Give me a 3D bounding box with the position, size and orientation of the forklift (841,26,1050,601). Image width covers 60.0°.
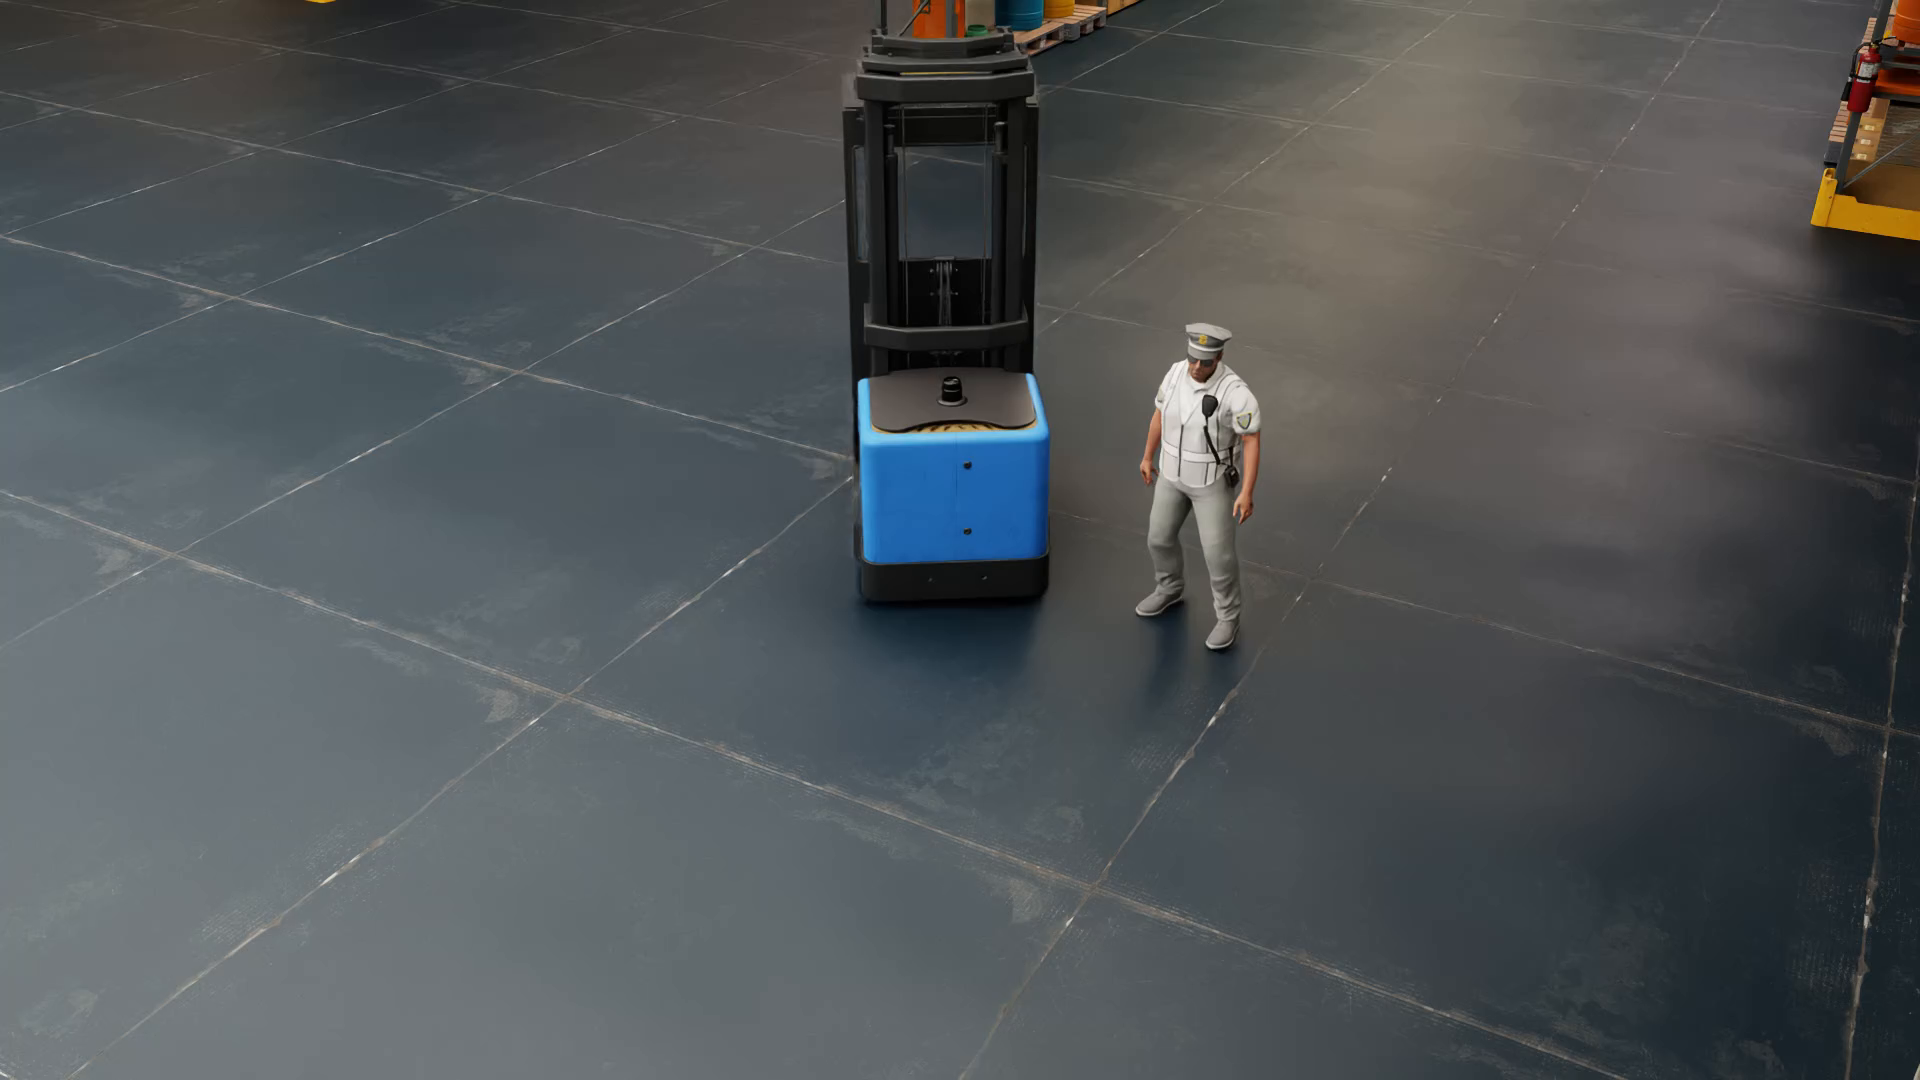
[{"bbox_3d":[-0.126,-1.634,9.902,1.130,2.935,3.031,-2,30,-4],"label":"forklift"}]

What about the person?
[{"bbox_3d":[1.256,-0.333,8.839,0.735,1.741,0.445,22,36,33],"label":"person"}]
